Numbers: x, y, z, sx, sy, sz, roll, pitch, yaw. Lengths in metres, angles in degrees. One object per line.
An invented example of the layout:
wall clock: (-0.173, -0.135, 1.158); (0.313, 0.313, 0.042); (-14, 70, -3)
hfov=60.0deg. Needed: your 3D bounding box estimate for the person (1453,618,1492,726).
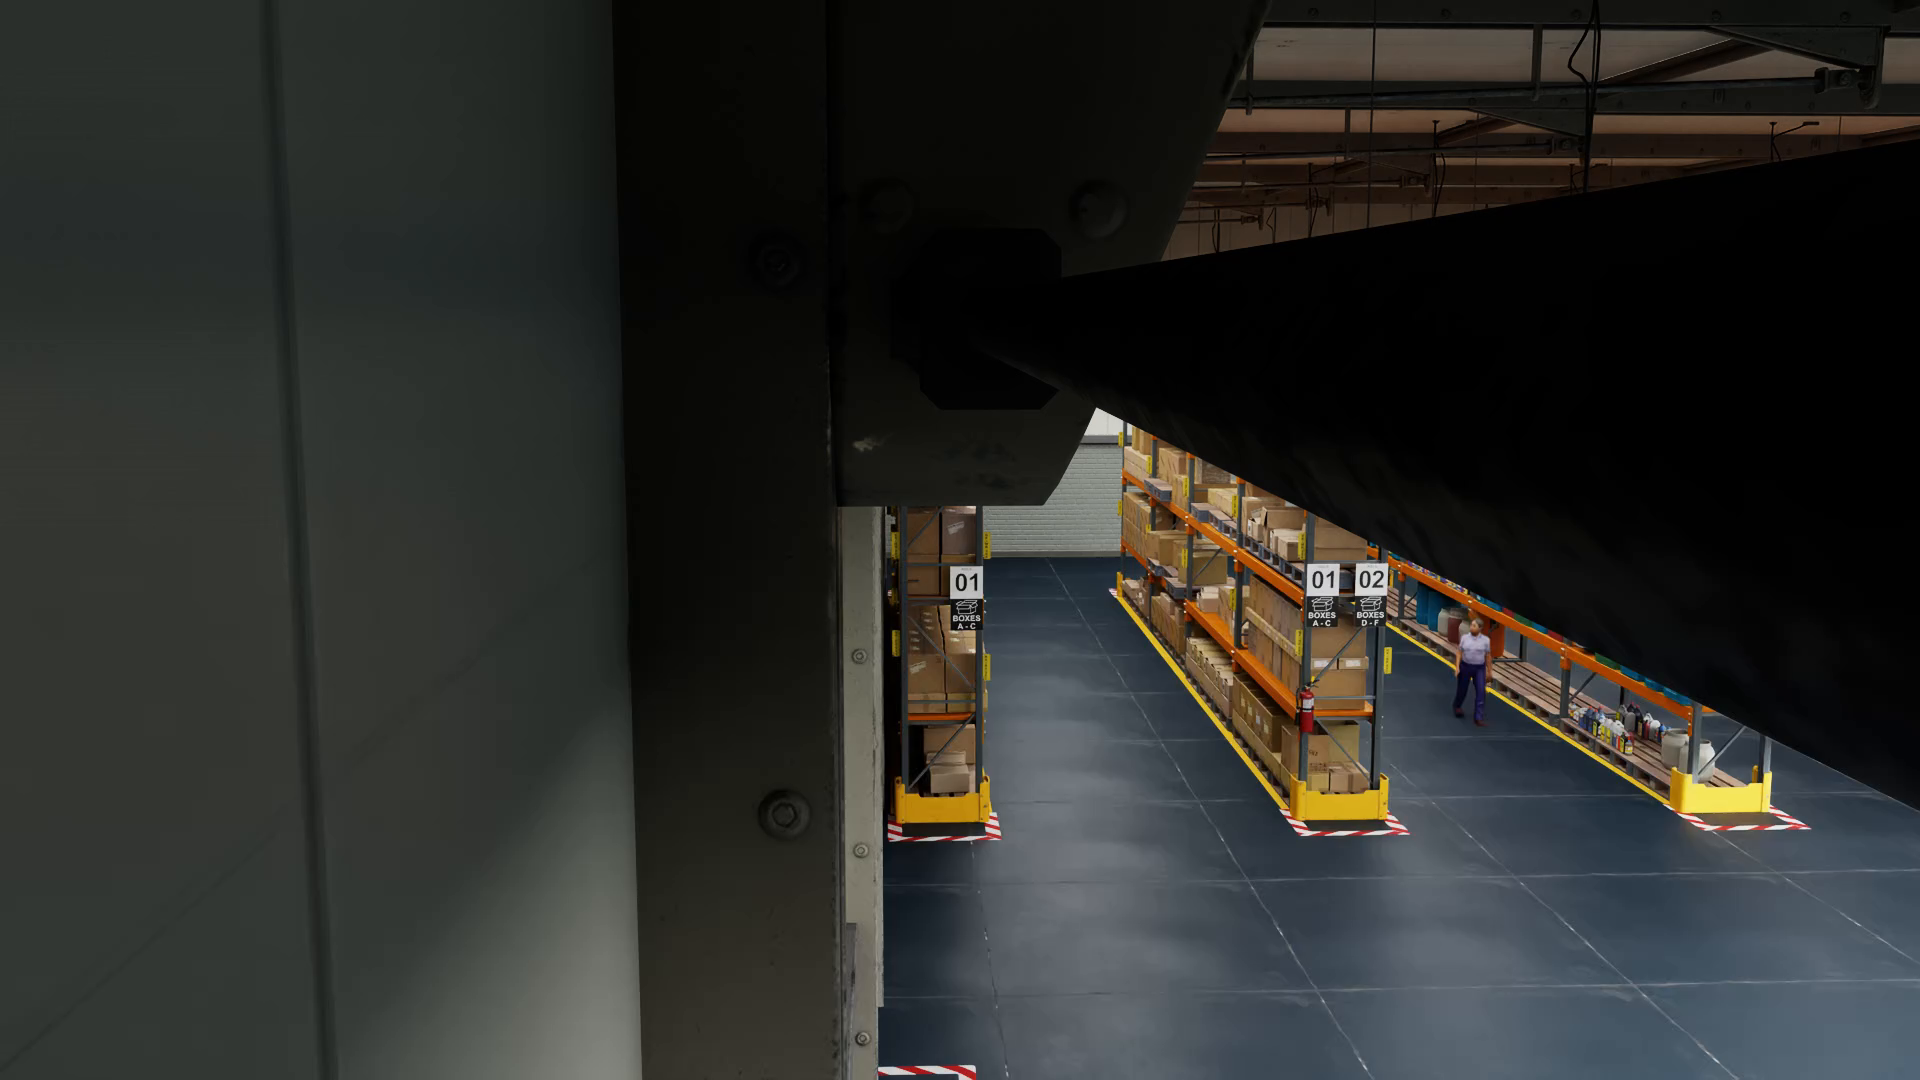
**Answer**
person: (7.820, 1.986, 25.370); (0.576, 1.603, 0.929); (0, 8, 3)
